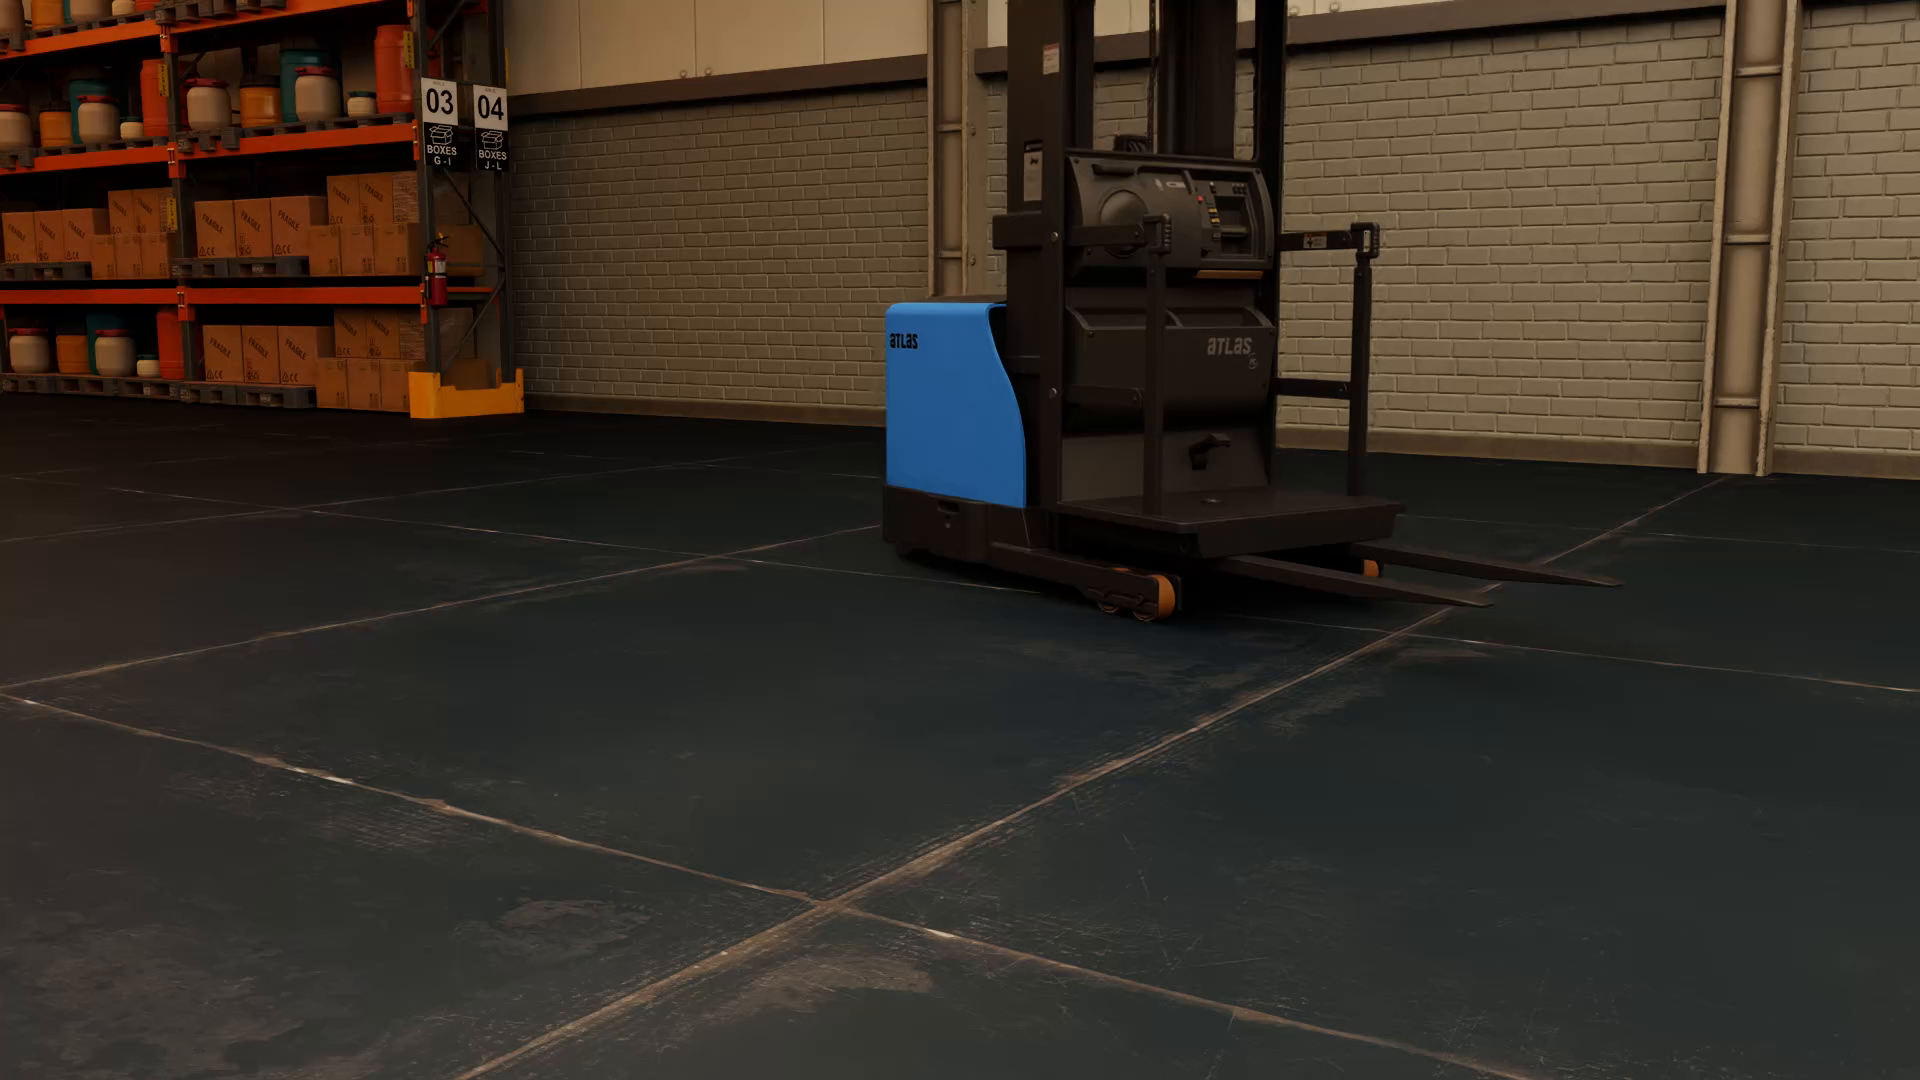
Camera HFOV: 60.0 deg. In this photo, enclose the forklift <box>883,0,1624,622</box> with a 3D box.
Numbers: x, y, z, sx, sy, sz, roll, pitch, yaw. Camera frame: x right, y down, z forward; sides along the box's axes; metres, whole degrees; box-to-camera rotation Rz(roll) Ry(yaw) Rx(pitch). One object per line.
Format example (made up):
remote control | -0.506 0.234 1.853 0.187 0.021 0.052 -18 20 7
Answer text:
forklift | 0.912 -1.248 5.968 1.130 2.935 3.031 -5 10 -34
